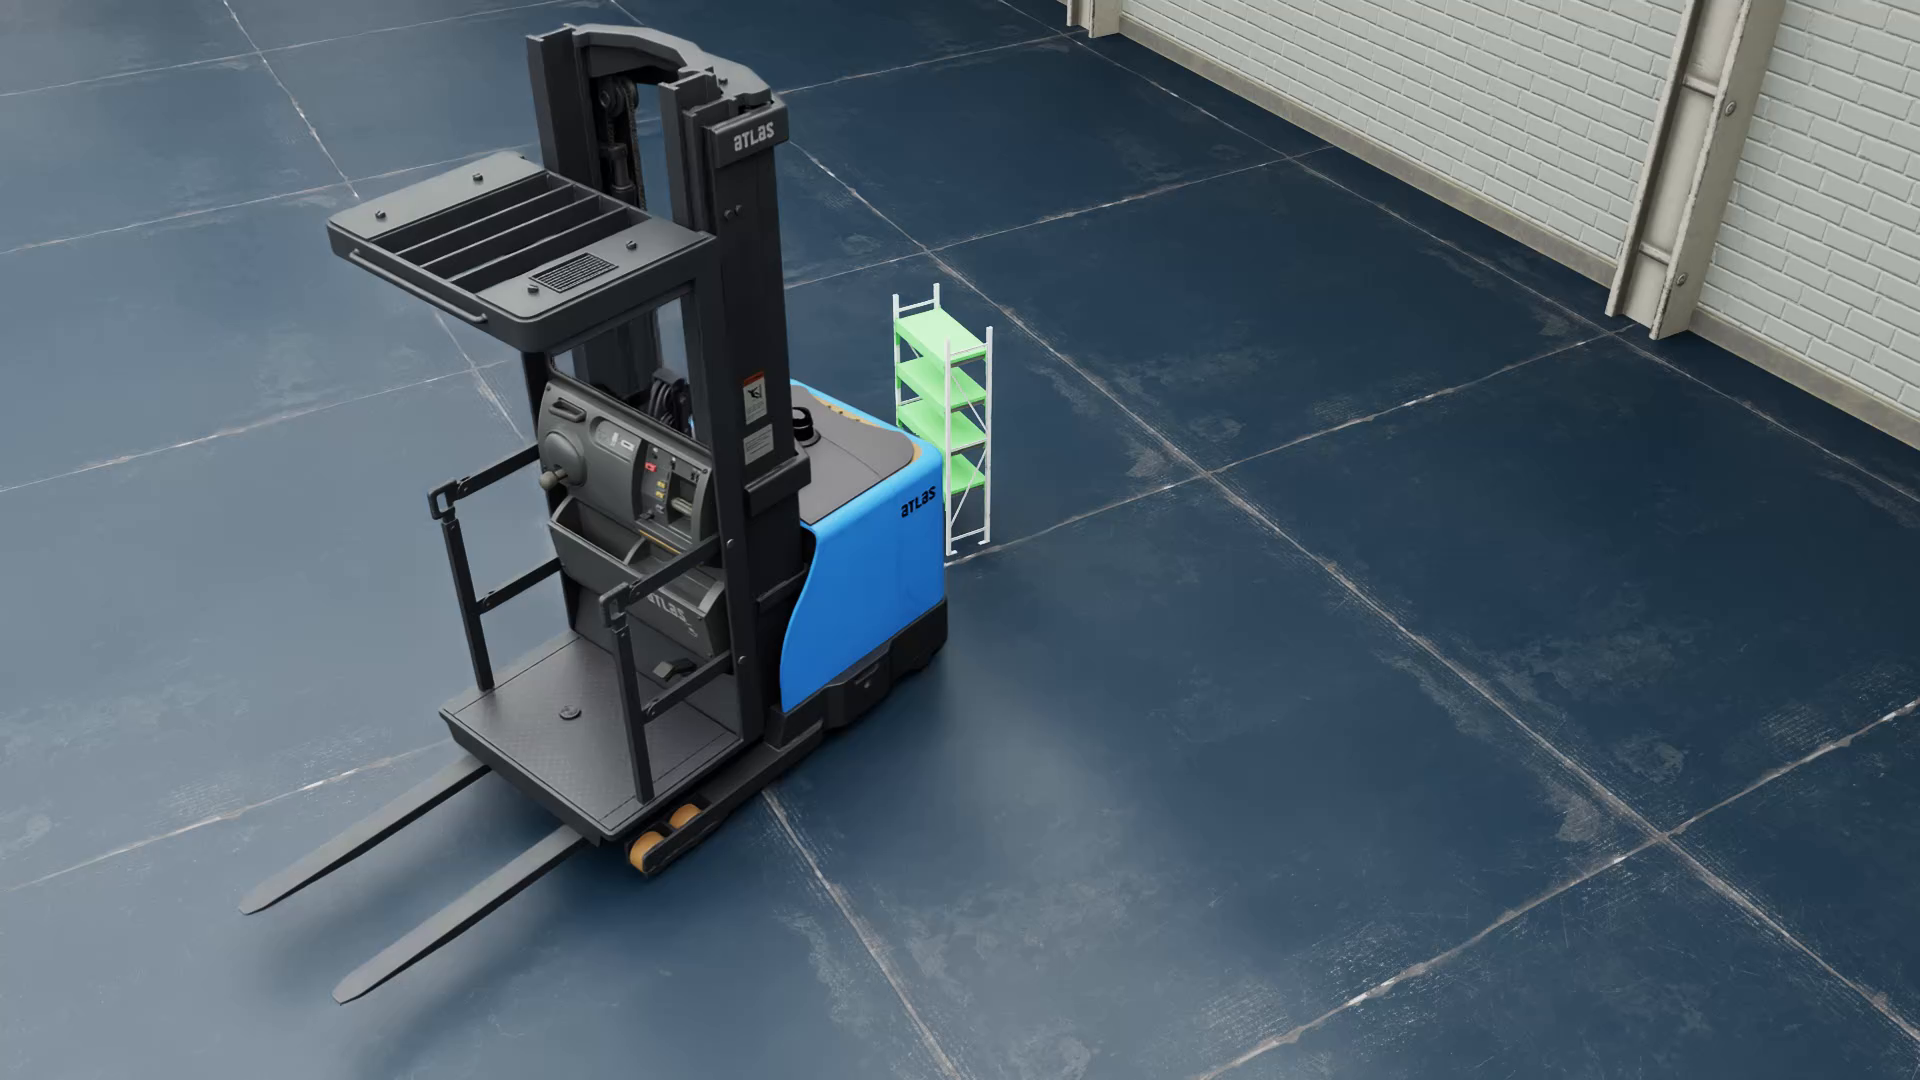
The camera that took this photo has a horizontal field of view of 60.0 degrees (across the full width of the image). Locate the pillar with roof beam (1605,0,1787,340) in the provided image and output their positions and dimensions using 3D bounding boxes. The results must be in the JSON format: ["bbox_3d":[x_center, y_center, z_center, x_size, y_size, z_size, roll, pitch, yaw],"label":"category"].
[{"bbox_3d":[0.441,-3.689,5.671,9.100,9.000,0.400,-19,40,-24],"label":"pillar with roof beam"}]

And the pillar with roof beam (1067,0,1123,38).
[{"bbox_3d":[-2.573,-6.749,9.861,9.100,9.000,0.400,-19,40,-24],"label":"pillar with roof beam"}]

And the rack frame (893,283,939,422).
[{"bbox_3d":[-0.206,-0.693,8.182,0.240,1.200,0.015,-19,40,-24],"label":"rack frame"}]

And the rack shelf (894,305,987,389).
[{"bbox_3d":[-0.083,-0.905,7.766,0.258,0.148,0.480,-19,40,-24],"label":"rack shelf"}]

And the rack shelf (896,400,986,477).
[{"bbox_3d":[-0.083,-0.517,8.049,0.258,0.148,0.480,-19,40,-24],"label":"rack shelf"}]

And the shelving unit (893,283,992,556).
[{"bbox_3d":[-0.083,-0.569,8.012,0.258,1.200,0.503,-19,40,-24],"label":"shelving unit"}]

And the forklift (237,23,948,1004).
[{"bbox_3d":[-1.394,-0.220,6.067,1.130,2.935,3.031,27,44,32],"label":"forklift"}]

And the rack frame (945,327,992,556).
[{"bbox_3d":[0.039,-0.445,7.841,0.240,1.200,0.015,-19,40,-24],"label":"rack frame"}]

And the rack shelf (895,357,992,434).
[{"bbox_3d":[-0.083,-0.711,7.908,0.258,0.148,0.480,-19,40,-24],"label":"rack shelf"}]

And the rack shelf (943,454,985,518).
[{"bbox_3d":[-0.083,-0.324,8.191,0.258,0.148,0.480,-19,40,-24],"label":"rack shelf"}]
